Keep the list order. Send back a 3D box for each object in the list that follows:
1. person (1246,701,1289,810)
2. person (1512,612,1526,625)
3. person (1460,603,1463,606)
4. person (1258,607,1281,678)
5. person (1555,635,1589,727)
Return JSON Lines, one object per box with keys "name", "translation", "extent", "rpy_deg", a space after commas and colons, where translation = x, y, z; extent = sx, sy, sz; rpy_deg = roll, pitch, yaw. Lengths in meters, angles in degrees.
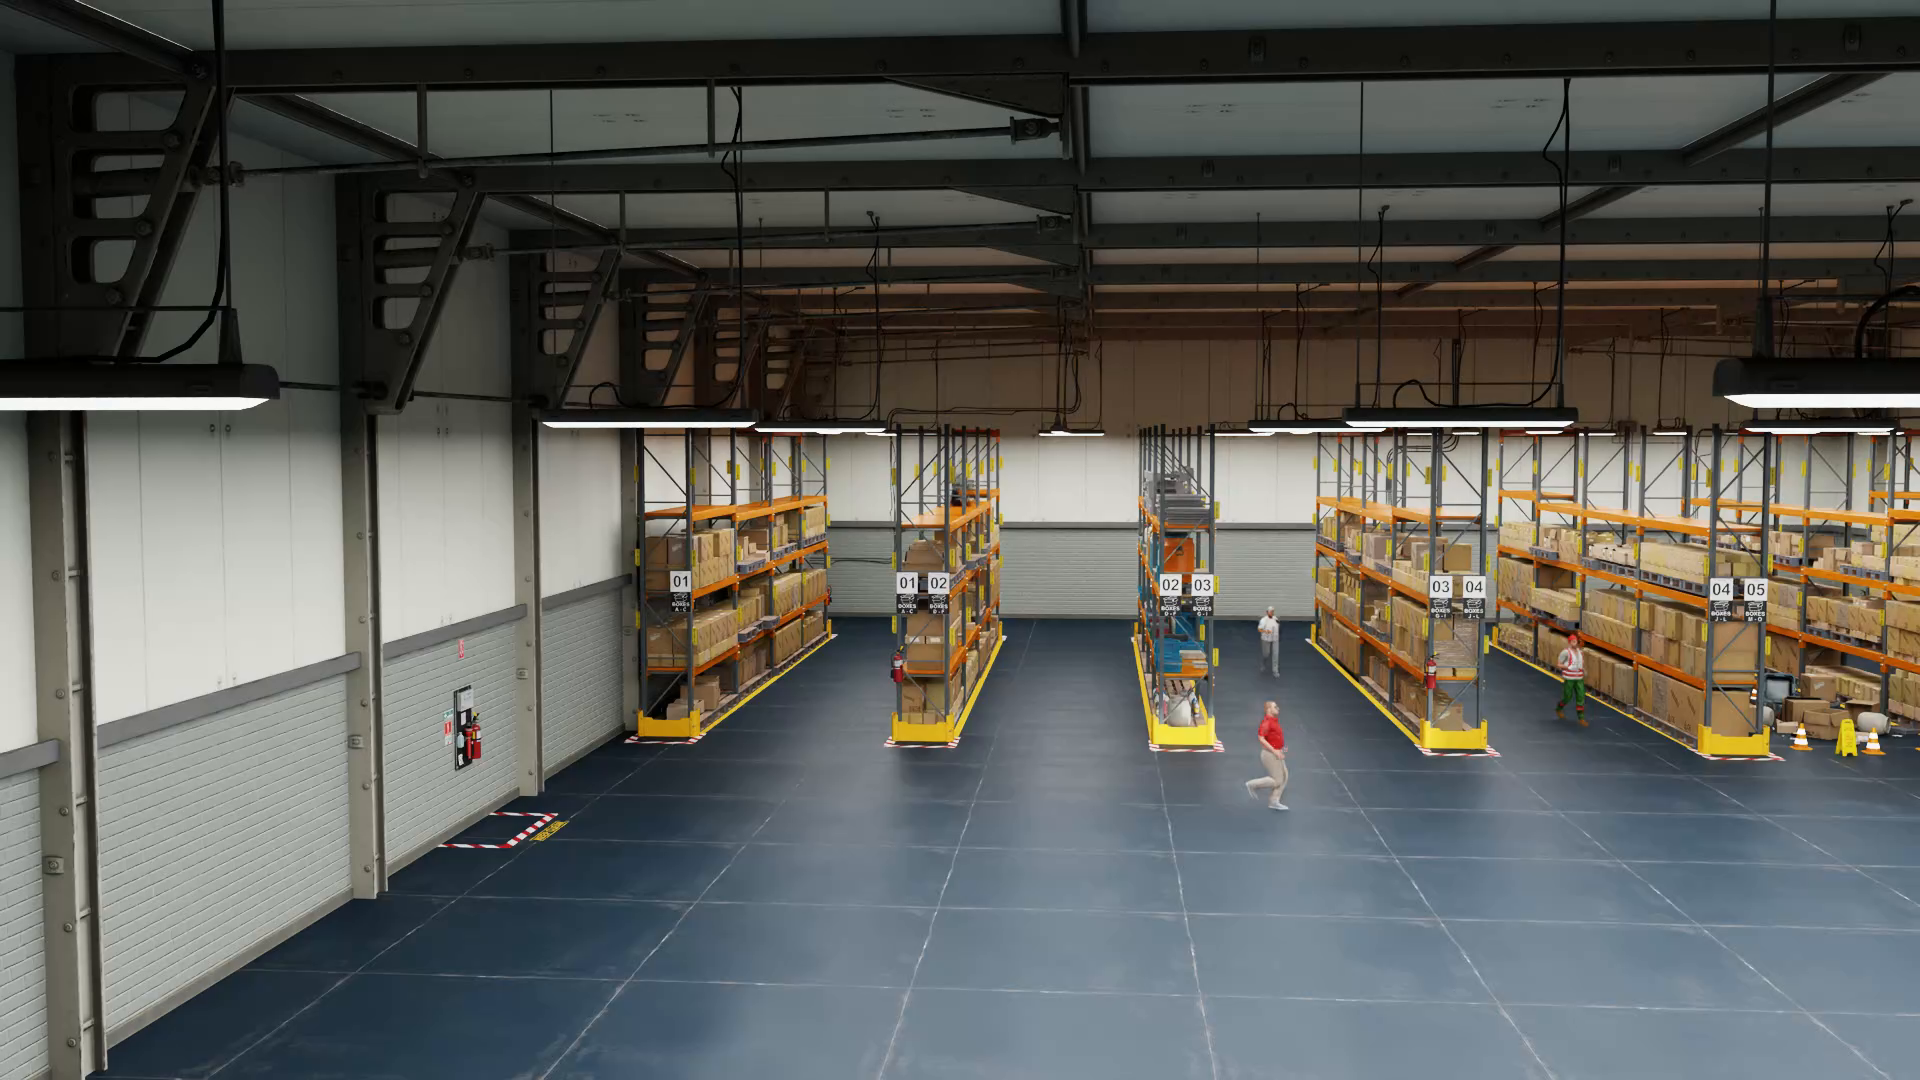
{"name": "person", "translation": [4.767, 3.324, 25.694], "extent": [0.654, 1.688, 0.664], "rpy_deg": [1, 4, 20]}
{"name": "person", "translation": [16.045, 2.038, 47.481], "extent": [0.550, 1.563, 0.767], "rpy_deg": [2, 4, 26]}
{"name": "person", "translation": [14.269, 2.055, 46.823], "extent": [0.824, 1.673, 0.584], "rpy_deg": [-2, 4, -28]}
{"name": "person", "translation": [7.480, 2.437, 40.125], "extent": [0.606, 1.665, 0.925], "rpy_deg": [-1, 4, -8]}
{"name": "person", "translation": [12.240, 2.779, 33.213], "extent": [0.654, 1.783, 0.988], "rpy_deg": [-1, 4, -12]}
